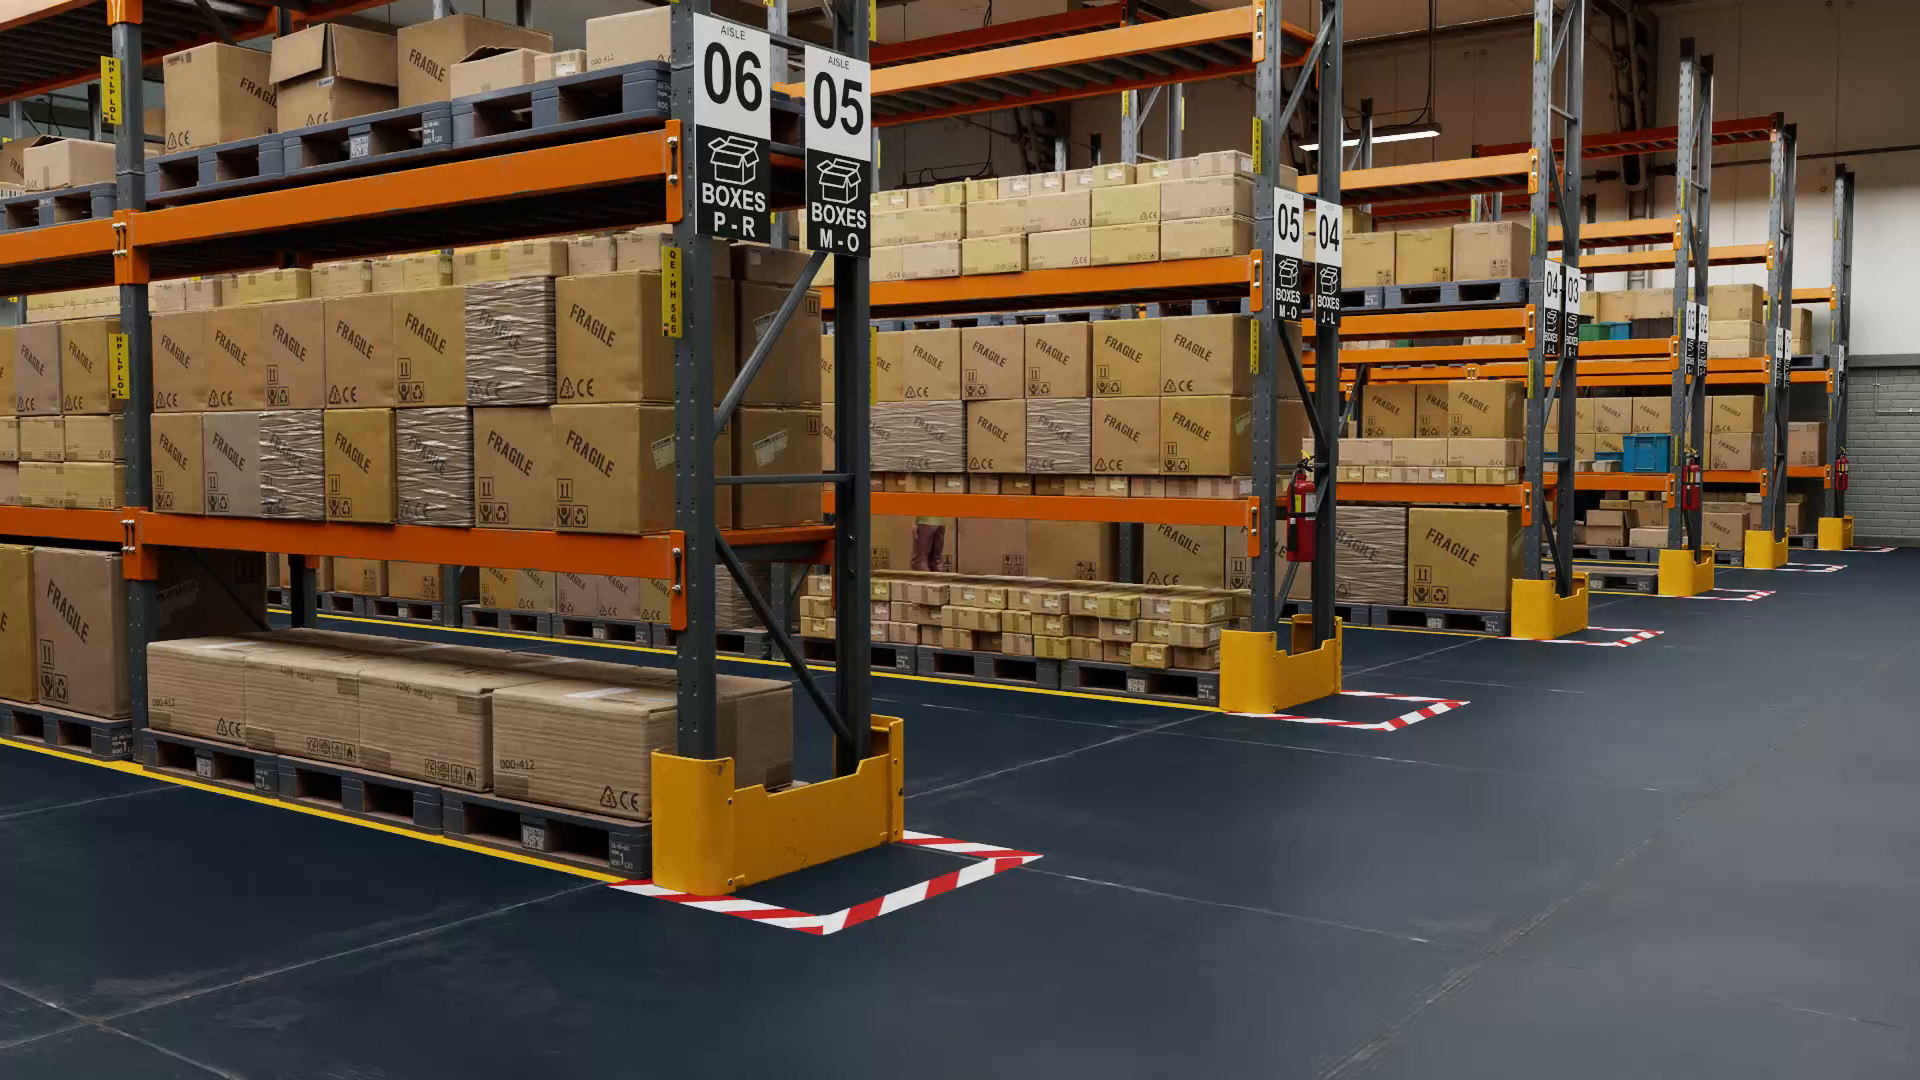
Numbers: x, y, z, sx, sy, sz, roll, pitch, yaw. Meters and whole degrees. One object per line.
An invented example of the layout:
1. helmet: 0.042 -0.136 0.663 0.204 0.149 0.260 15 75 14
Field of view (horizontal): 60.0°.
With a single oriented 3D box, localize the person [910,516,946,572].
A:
1. person: -0.328 -0.136 16.503 0.362 1.671 0.518 2 4 32
